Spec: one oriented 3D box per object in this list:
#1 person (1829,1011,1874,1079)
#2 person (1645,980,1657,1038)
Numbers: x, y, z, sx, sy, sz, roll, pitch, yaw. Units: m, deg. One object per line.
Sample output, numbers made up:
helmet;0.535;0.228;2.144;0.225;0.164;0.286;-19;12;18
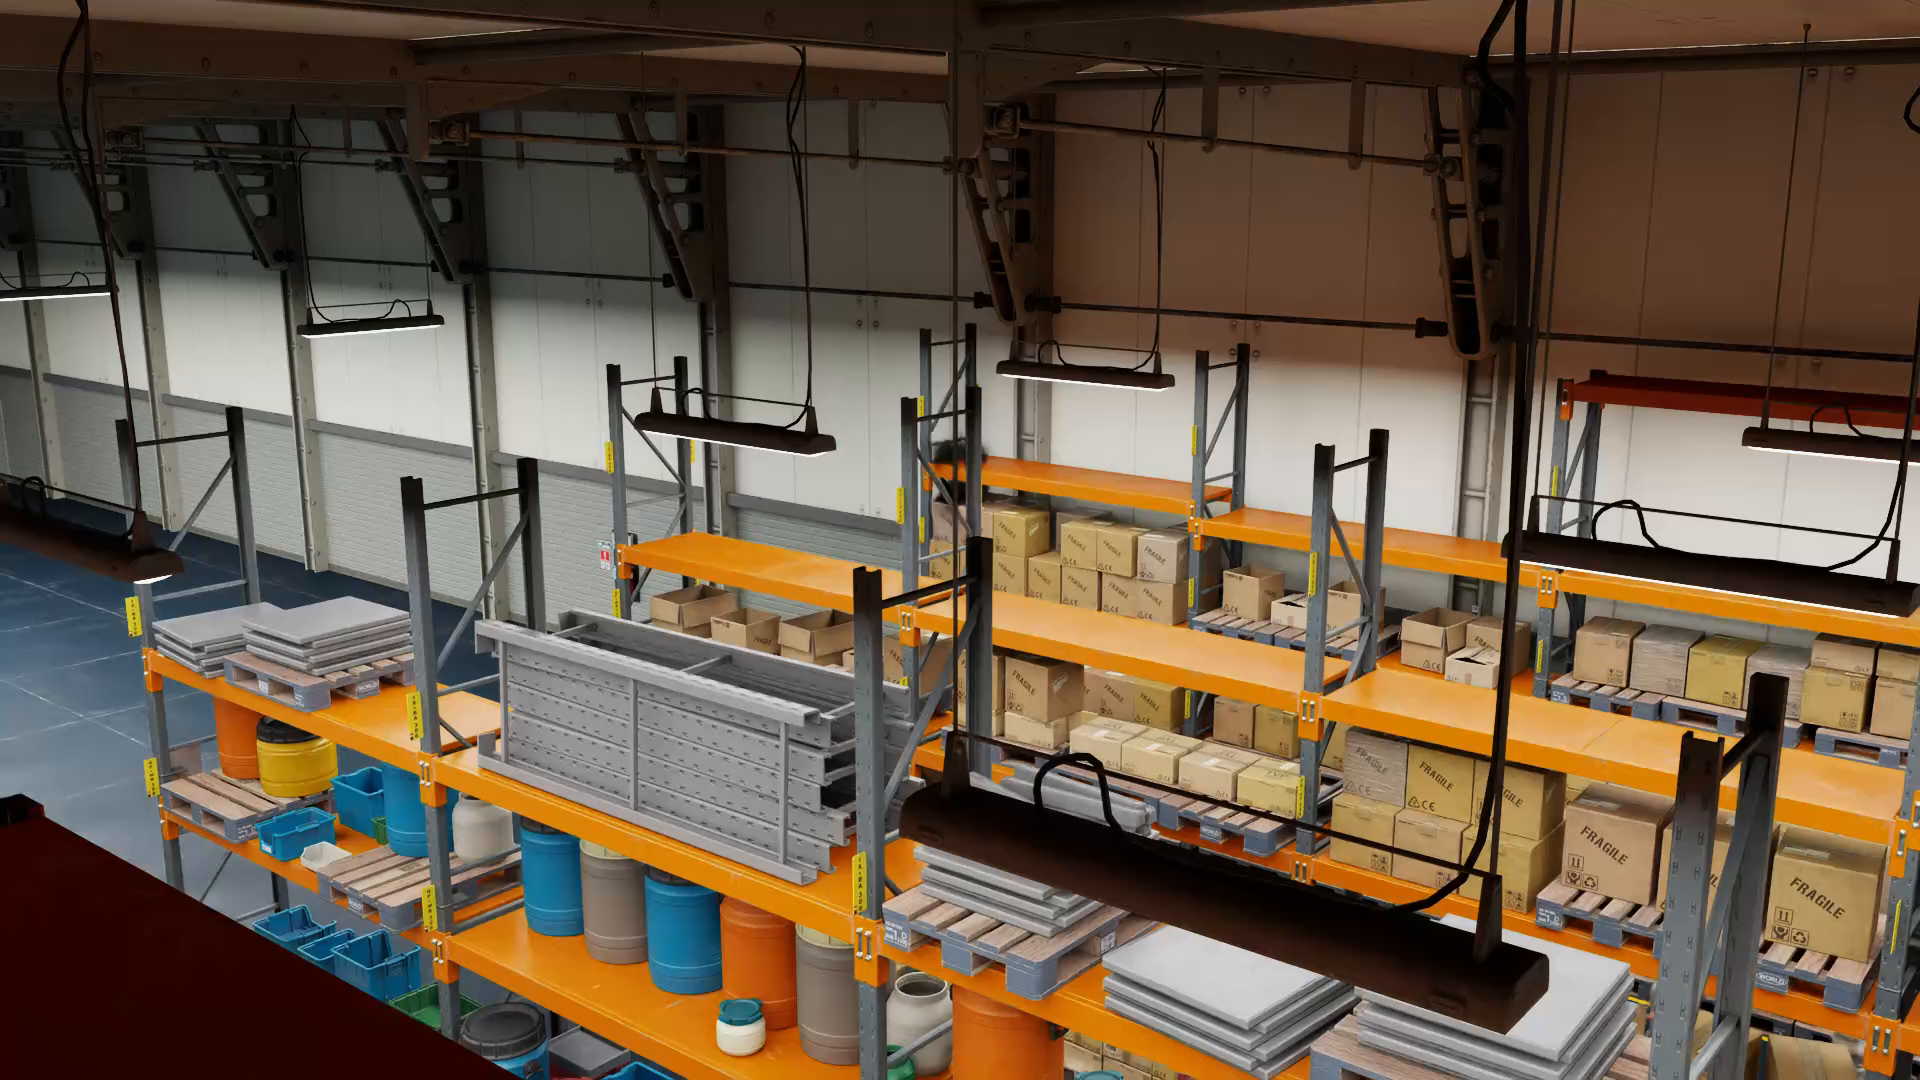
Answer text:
person;7.361;4.191;13.688;1.089;1.797;0.648;8;15;32
person;6.009;4.176;14.037;0.867;1.667;0.567;8;15;33
